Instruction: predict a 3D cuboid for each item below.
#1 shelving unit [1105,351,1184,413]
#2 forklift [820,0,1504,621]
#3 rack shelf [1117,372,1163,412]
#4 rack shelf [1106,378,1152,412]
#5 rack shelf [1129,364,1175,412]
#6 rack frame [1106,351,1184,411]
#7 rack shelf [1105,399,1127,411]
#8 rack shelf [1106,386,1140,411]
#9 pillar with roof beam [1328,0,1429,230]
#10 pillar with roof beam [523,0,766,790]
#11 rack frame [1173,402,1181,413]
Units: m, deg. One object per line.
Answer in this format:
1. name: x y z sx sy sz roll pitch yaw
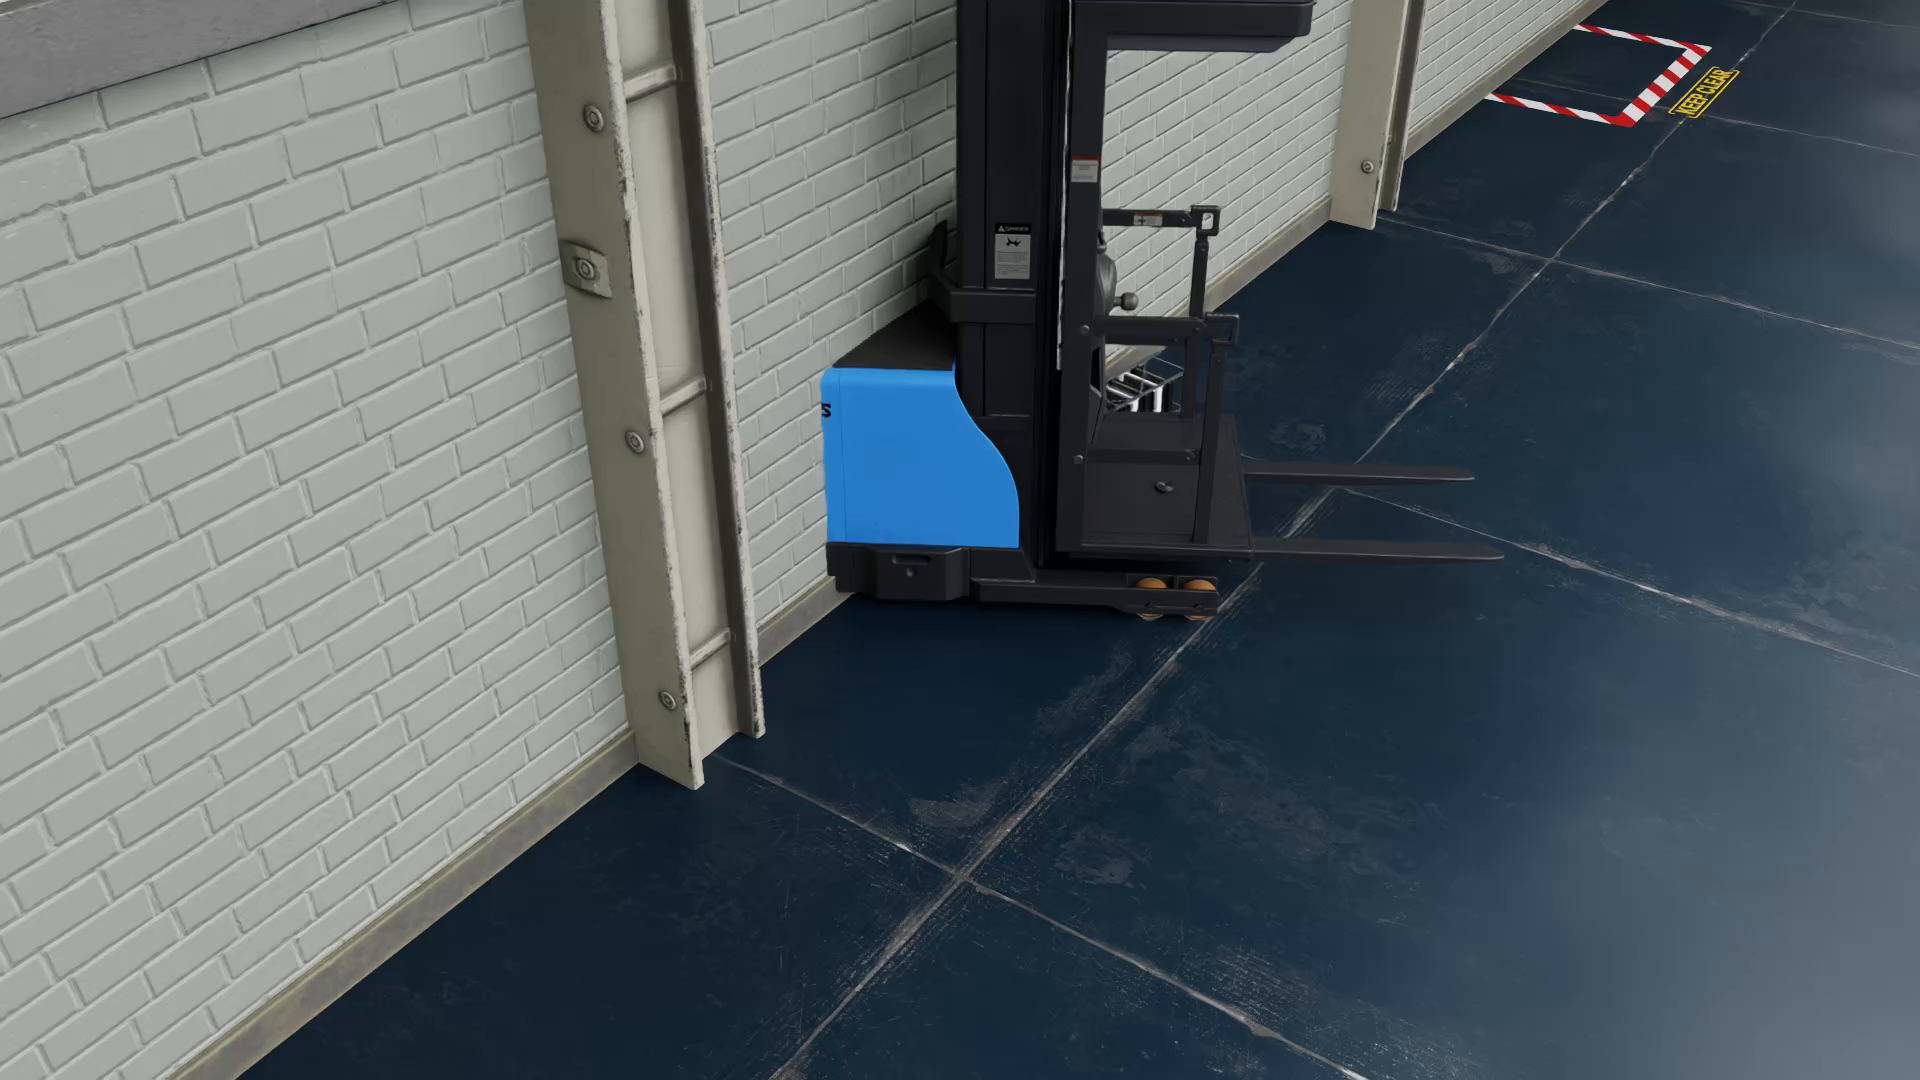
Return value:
1. shelving unit: 0.758 -0.629 7.981 0.258 0.210 0.900 28 42 36
2. forklift: 0.717 -1.194 6.399 3.031 2.935 1.130 2 34 3
3. rack shelf: 0.861 -0.687 8.069 0.258 0.200 0.077 28 42 36
4. rack shelf: 0.798 -0.652 8.015 0.258 0.200 0.077 28 42 36
5. rack shelf: 0.924 -0.722 8.122 0.258 0.200 0.077 28 42 36
6. rack frame: 0.757 -0.715 7.926 0.240 0.006 0.900 28 42 36
7. rack shelf: 0.672 -0.581 7.908 0.258 0.200 0.077 28 42 36
8. rack shelf: 0.735 -0.616 7.962 0.258 0.200 0.077 28 42 36
9. pillar with roof beam: 5.998 -4.360 5.664 9.100 9.000 0.400 21 39 28
10. pillar with roof beam: 2.577 -1.599 1.581 9.100 9.000 0.400 21 39 28
11. rack frame: 0.759 -0.544 8.037 0.240 0.006 0.900 28 42 36
